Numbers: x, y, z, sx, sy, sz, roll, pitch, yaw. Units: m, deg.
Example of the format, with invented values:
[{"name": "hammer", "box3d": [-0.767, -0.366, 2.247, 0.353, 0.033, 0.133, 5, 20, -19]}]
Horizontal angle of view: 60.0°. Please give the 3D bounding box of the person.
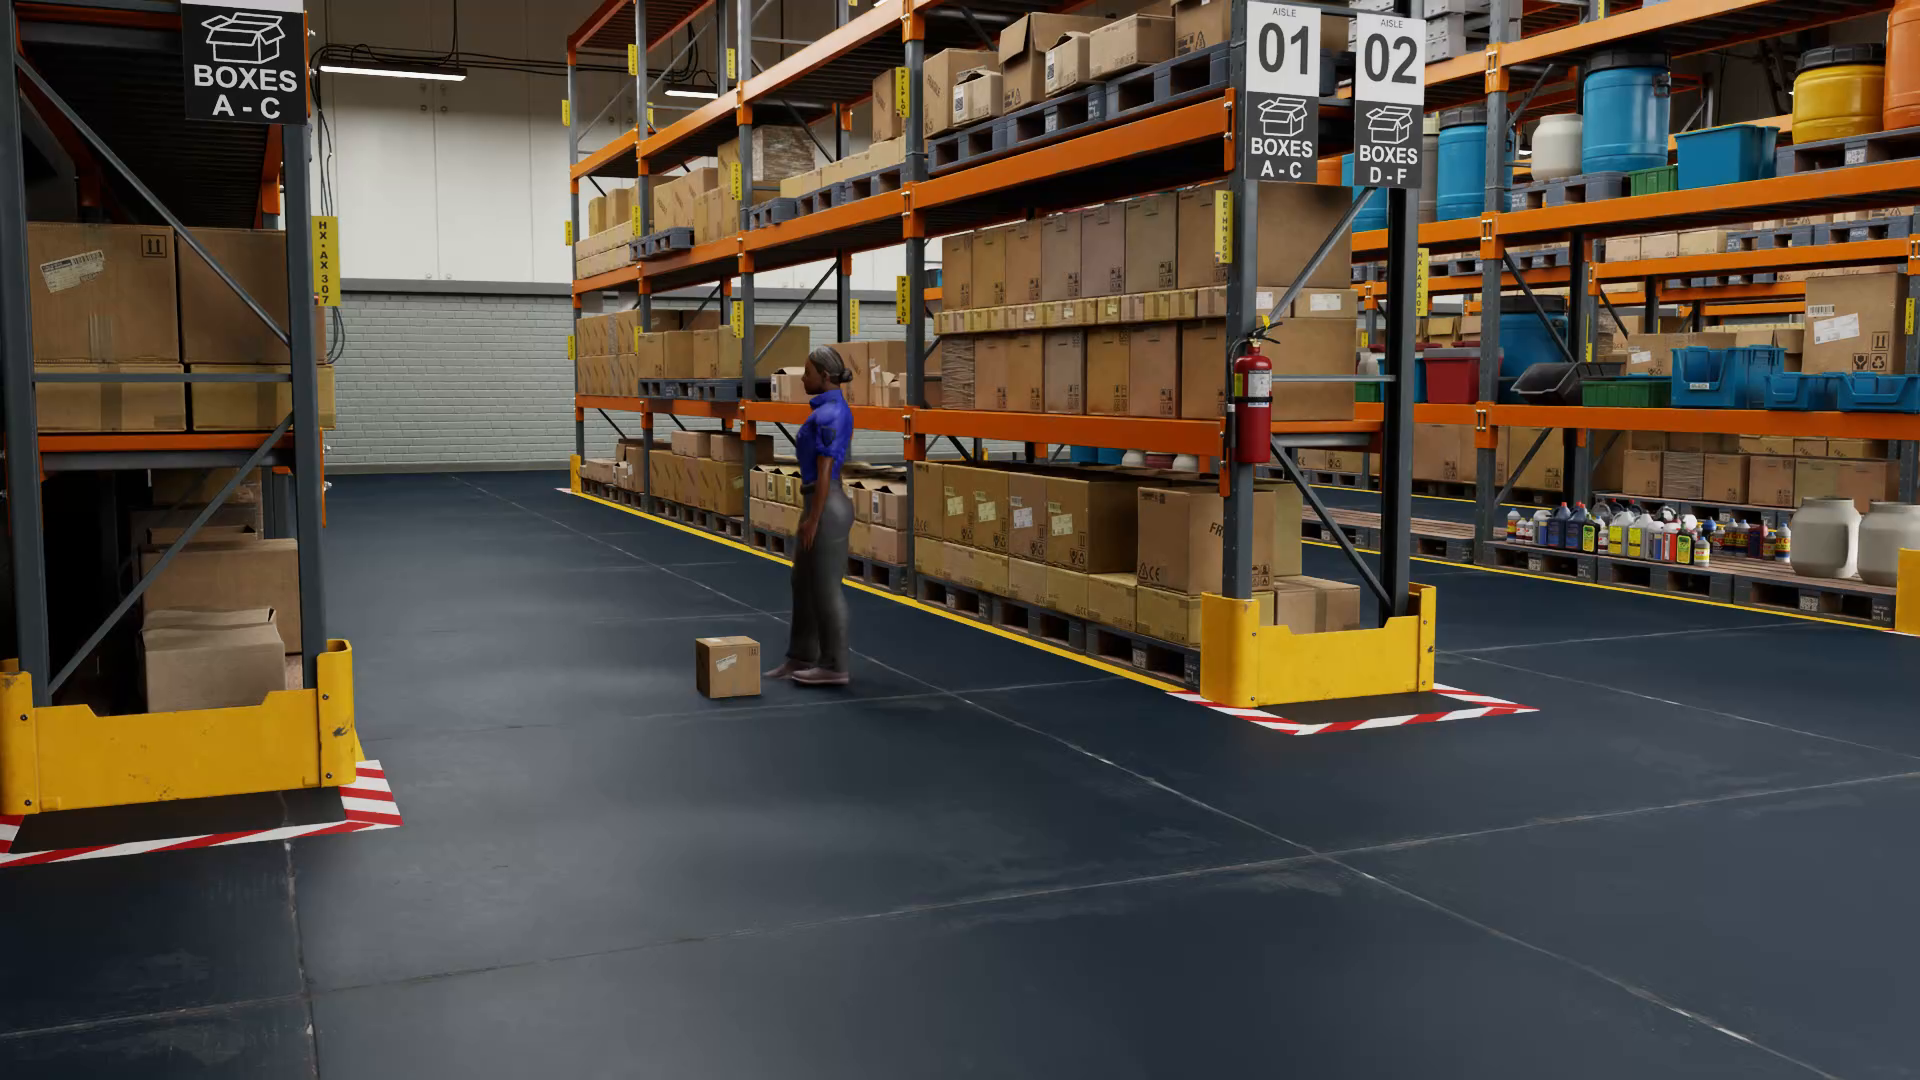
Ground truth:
[{"name": "person", "box3d": [-0.758, -0.103, 8.169, 0.485, 1.689, 0.489, 0, 6, -3]}]
